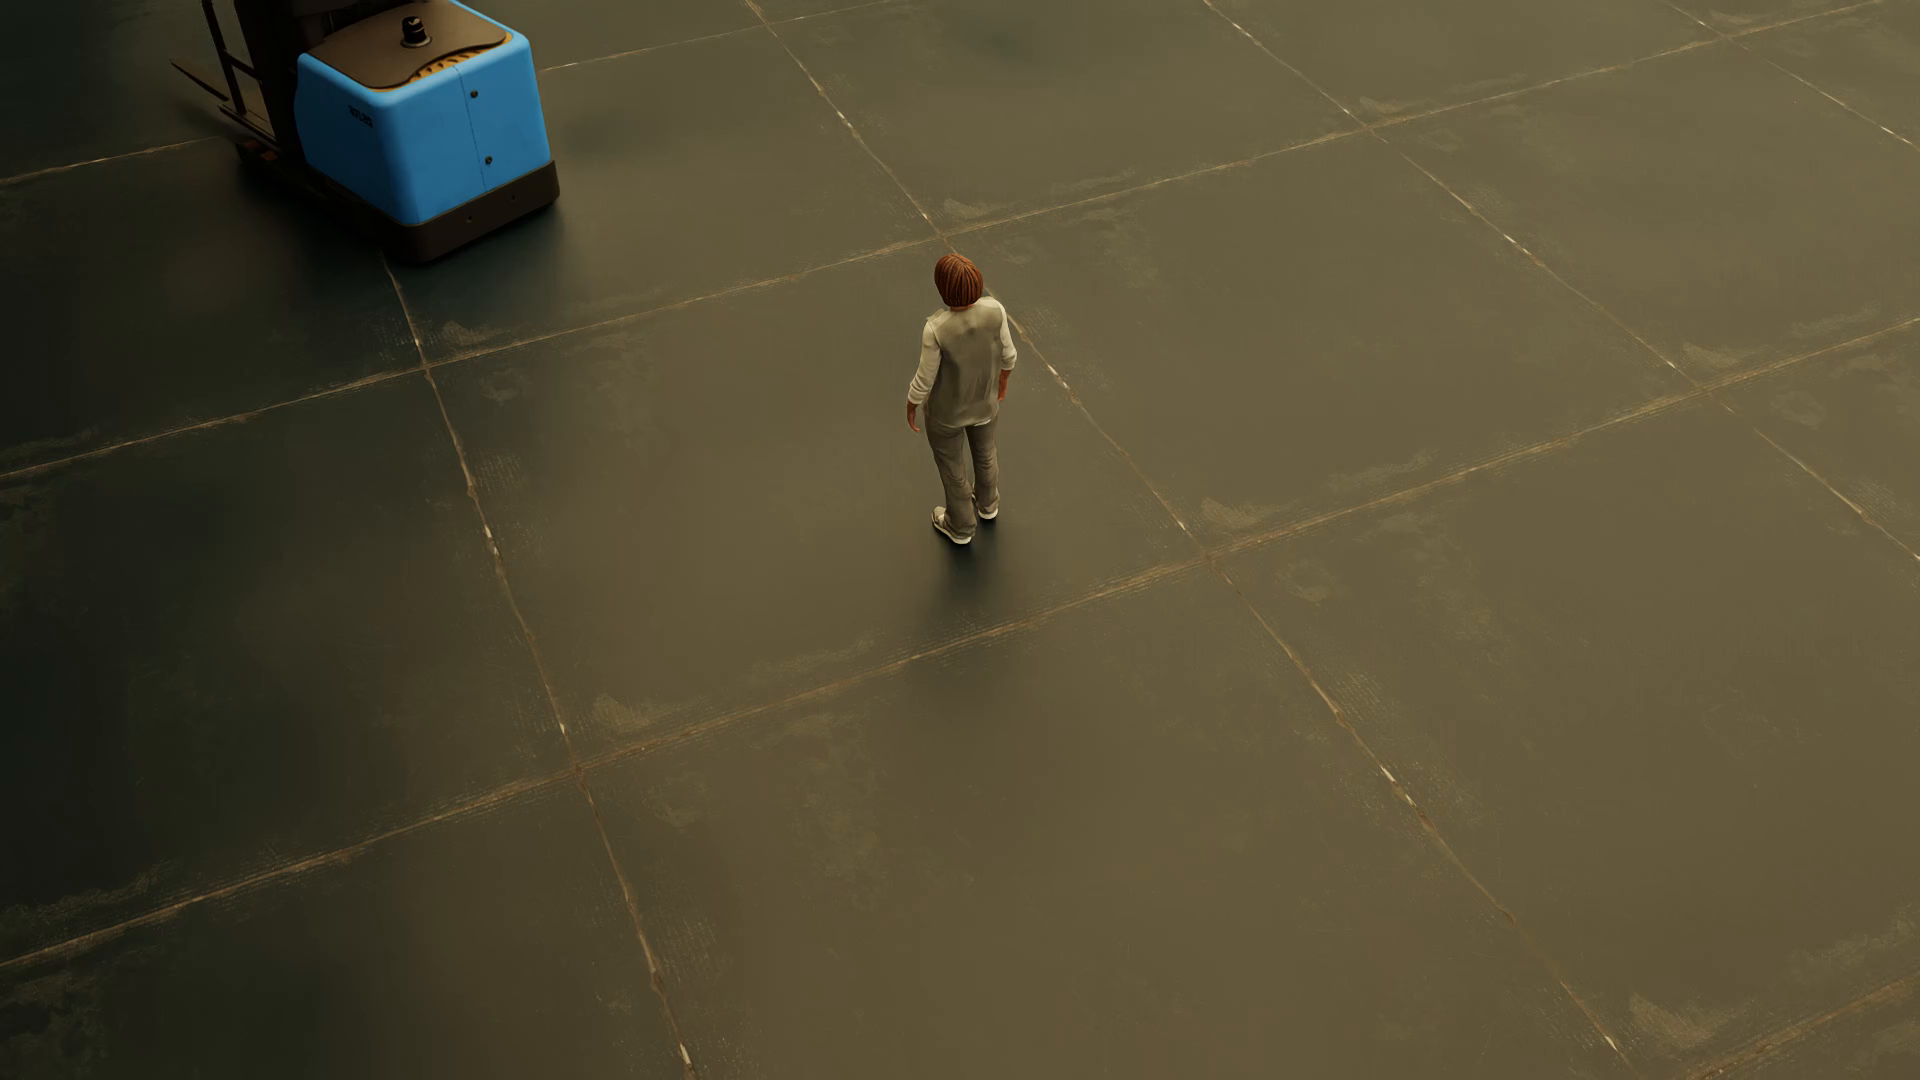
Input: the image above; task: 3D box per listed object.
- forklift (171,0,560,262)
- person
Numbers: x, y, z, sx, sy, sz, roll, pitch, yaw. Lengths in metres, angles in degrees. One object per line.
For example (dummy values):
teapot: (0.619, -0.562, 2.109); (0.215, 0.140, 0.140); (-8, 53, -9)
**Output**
forklift: (-3.817, -3.520, 9.452); (3.031, 2.935, 1.130); (32, 52, 30)
person: (-0.018, -0.634, 7.336); (0.520, 1.582, 0.475); (-18, 46, -18)
